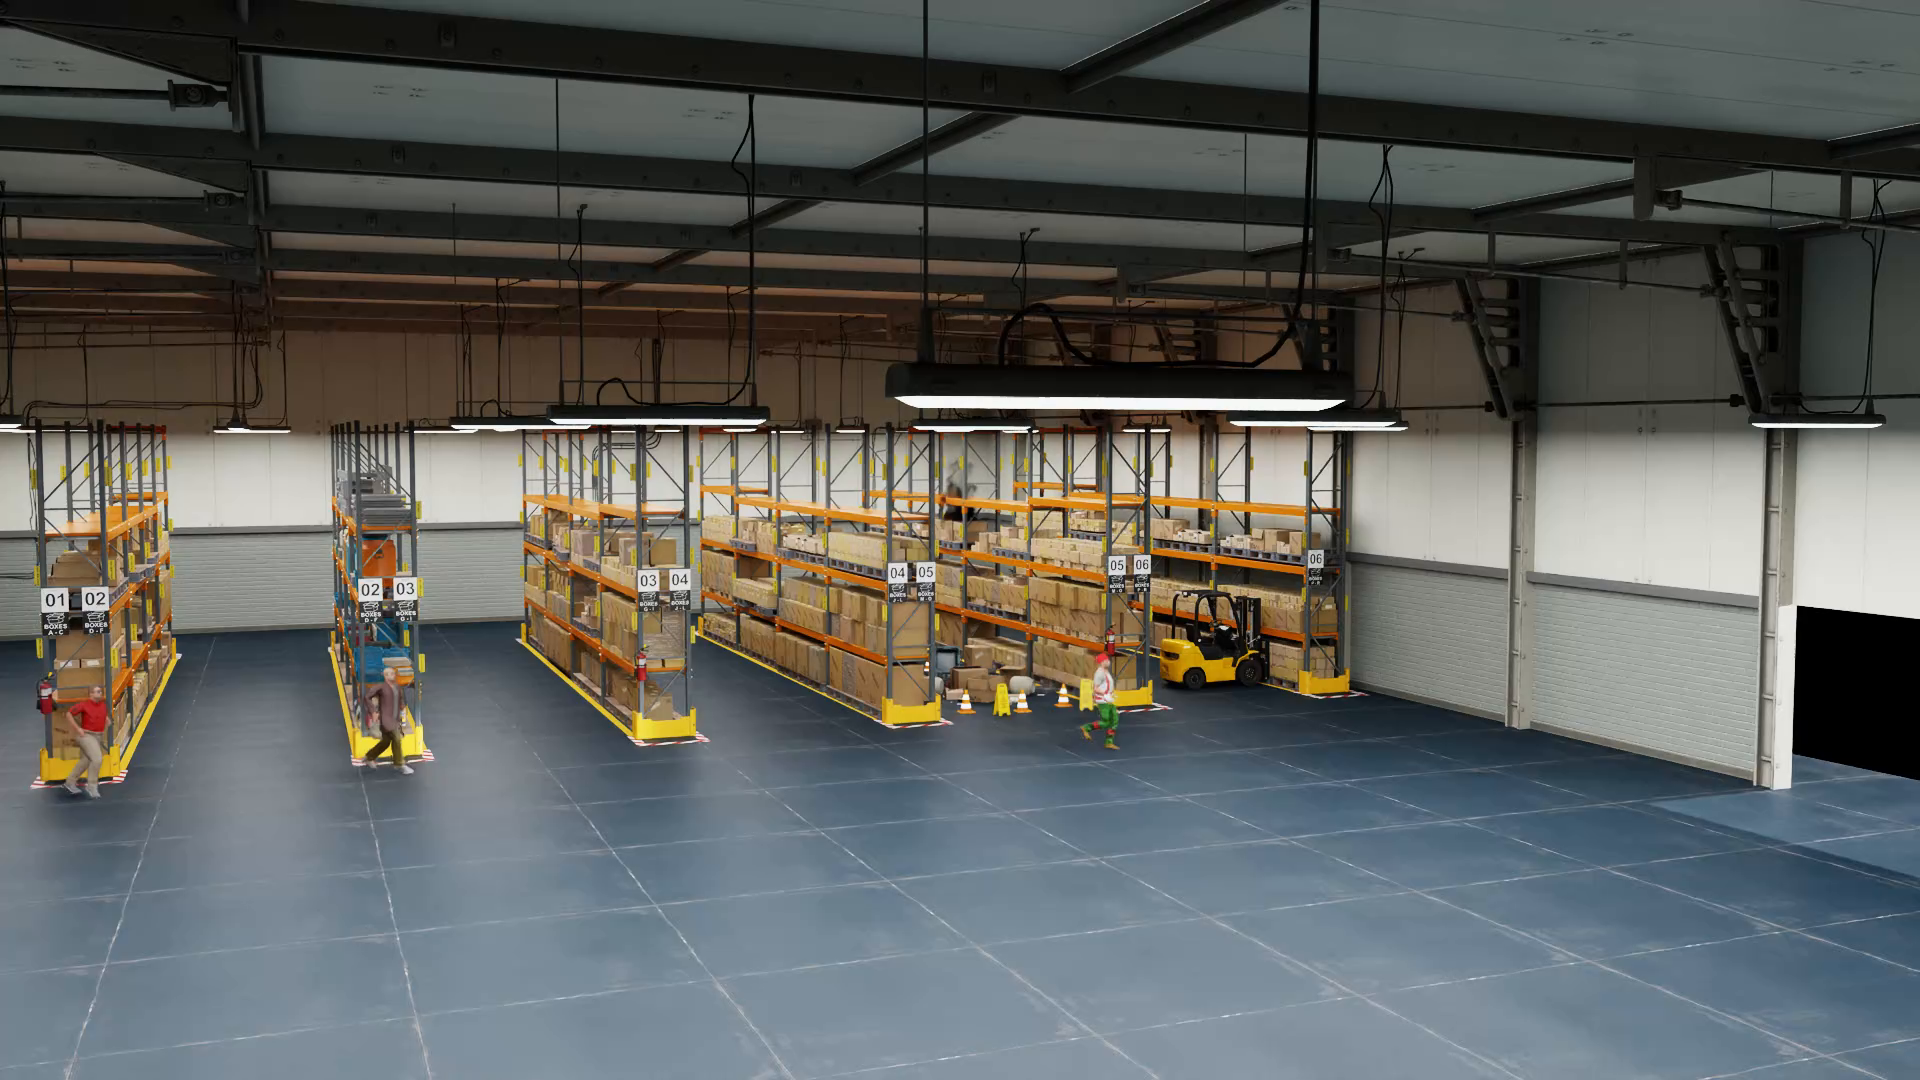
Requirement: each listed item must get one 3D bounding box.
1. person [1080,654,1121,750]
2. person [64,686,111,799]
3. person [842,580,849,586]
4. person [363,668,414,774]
[{"bbox_3d":[2.595,2.954,30.450,0.744,1.759,0.655,1,4,20],"label":"person"},{"bbox_3d":[-13.919,3.215,26.580,0.737,1.783,0.663,0,4,4],"label":"person"},{"bbox_3d":[-3.451,1.775,51.139,0.611,1.551,0.580,0,4,-5],"label":"person"},{"bbox_3d":[-9.718,3.091,28.337,1.014,1.720,0.706,1,4,16],"label":"person"}]
